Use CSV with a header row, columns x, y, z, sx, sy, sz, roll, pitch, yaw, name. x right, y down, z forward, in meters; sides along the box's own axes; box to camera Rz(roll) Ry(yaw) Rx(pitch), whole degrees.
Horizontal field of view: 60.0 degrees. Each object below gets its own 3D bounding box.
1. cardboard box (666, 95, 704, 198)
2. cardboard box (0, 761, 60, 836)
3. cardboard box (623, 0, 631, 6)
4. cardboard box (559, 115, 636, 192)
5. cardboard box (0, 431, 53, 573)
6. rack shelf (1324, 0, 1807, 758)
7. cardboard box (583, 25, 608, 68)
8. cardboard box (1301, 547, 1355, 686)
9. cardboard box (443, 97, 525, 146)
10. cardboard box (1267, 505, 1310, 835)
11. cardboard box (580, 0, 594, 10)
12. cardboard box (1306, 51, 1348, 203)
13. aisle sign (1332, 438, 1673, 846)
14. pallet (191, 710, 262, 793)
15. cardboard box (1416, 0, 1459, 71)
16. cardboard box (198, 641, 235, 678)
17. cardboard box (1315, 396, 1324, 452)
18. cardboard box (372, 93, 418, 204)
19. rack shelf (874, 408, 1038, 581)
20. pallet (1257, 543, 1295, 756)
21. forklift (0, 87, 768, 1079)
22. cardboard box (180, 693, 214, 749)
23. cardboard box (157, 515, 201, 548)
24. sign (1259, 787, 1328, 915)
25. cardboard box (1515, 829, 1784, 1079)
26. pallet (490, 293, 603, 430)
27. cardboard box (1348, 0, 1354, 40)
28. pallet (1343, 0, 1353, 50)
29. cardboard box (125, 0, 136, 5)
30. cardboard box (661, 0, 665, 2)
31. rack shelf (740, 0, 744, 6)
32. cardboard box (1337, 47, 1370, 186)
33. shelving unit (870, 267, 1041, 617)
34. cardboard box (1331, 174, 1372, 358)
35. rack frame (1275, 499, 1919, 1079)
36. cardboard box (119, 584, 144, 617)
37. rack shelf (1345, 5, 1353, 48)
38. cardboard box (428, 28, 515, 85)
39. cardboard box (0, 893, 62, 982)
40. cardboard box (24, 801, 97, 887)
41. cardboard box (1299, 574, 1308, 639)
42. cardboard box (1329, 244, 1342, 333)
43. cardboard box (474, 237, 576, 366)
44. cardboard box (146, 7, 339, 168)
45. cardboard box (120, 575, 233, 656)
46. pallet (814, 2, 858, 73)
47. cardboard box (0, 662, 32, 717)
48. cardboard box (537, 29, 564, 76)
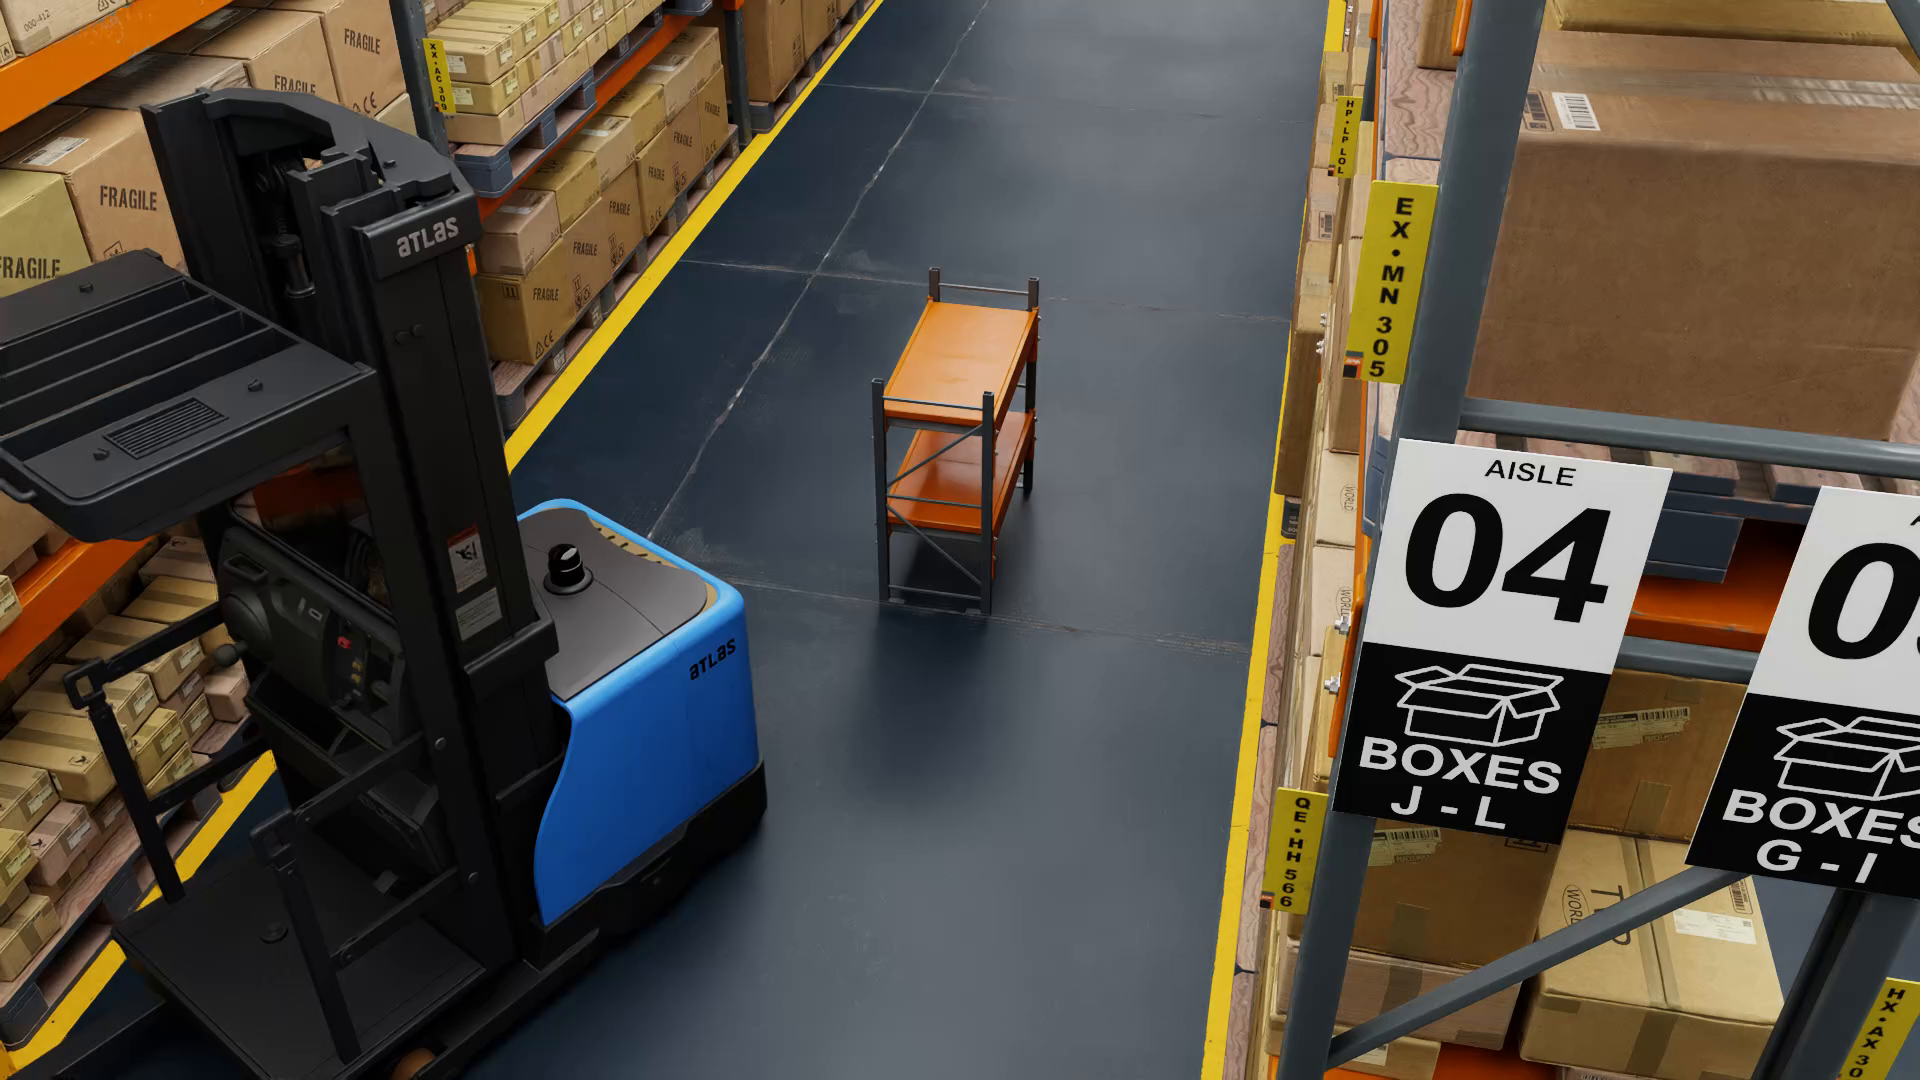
x,y,z,sx,sy,sz,roll,pitch,yaw,name
-1.948,-2.477,10.384,0.500,0.500,0.500,9,37,12,cardboard box
-3.272,0.872,5.555,0.380,0.149,0.250,8,37,11,cardboard box
-1.937,-2.987,8.918,0.380,0.149,0.250,7,36,9,cardboard box
-2.162,-2.183,9.339,0.500,0.250,0.500,9,37,12,cardboard box
-3.202,-0.134,5.040,0.500,0.500,0.500,7,37,10,cardboard box
1.594,-0.830,4.397,1.077,0.370,4.000,7,37,10,rack shelf
-2.050,-2.562,8.585,0.380,0.149,0.250,6,36,8,cardboard box
1.228,0.286,4.674,0.500,0.250,0.500,6,36,8,cardboard box
-2.269,-1.970,7.768,0.380,0.149,0.250,6,36,8,cardboard box
1.610,0.521,5.928,0.875,0.875,0.875,7,37,10,cardboard box
-2.049,-2.808,8.417,0.380,0.149,0.250,7,37,10,cardboard box
2.708,-2.264,9.770,1.225,0.875,0.875,6,36,8,cardboard box
0.858,0.190,2.716,0.394,0.787,0.004,7,37,10,aisle sign
-3.170,0.487,6.899,1.003,0.211,1.213,7,37,10,pallet
1.543,-1.474,4.143,0.700,0.500,0.500,9,37,12,cardboard box
-3.073,0.396,6.466,0.380,0.149,0.250,9,37,12,cardboard box
1.467,-0.371,5.921,0.380,0.149,0.250,6,36,9,cardboard box
-2.630,-1.582,7.038,0.500,0.500,0.500,7,37,10,cardboard box
-0.001,-0.254,7.558,0.538,0.278,1.000,7,37,10,rack shelf
1.782,0.501,6.878,1.003,0.211,1.213,7,37,10,pallet
-2.045,0.353,4.765,1.130,2.935,3.031,26,43,31,forklift
-3.087,0.689,6.314,0.380,0.149,0.250,7,37,10,cardboard box
-3.346,-0.062,6.844,0.380,0.149,0.250,6,36,8,cardboard box
0.640,0.599,3.179,0.100,0.325,0.005,7,37,10,sign
1.533,0.938,3.774,0.500,0.250,0.500,6,36,9,cardboard box
-2.638,-1.051,9.020,1.003,0.211,1.213,7,37,10,pallet
2.506,-3.143,9.445,0.500,0.500,0.500,8,37,11,cardboard box
3.565,-4.065,13.178,1.003,0.211,1.213,7,37,10,pallet
-2.870,-1.996,5.520,0.500,0.250,0.500,7,37,9,cardboard box
-1.827,-3.168,9.421,0.380,0.149,0.250,6,36,8,cardboard box
-1.521,-4.882,12.543,1.077,0.370,4.000,7,37,10,rack shelf
2.072,-1.980,7.840,0.500,0.500,0.500,7,37,9,cardboard box
-0.001,-0.452,7.415,0.538,1.125,1.048,7,37,10,shelving unit
1.556,-0.893,5.662,0.500,0.500,0.500,7,37,10,cardboard box
1.167,1.239,3.484,1.000,3.000,0.127,7,37,10,rack frame
-3.511,0.183,6.760,0.380,0.149,0.250,8,37,10,cardboard box
3.303,-4.202,11.605,1.077,0.370,4.000,7,37,10,rack shelf
-2.269,-2.211,7.594,0.380,0.149,0.250,9,37,12,cardboard box
-3.232,1.284,5.494,0.380,0.149,0.250,8,37,11,cardboard box
-3.181,1.006,5.625,0.380,0.149,0.250,7,37,10,cardboard box
1.248,0.219,5.105,0.380,0.149,0.250,8,37,11,cardboard box
1.665,-0.877,6.278,0.500,0.250,0.500,7,36,9,cardboard box
-2.386,-1.282,8.735,0.500,0.500,0.500,9,37,12,cardboard box
-2.744,-1.699,6.347,0.500,0.500,0.500,6,36,8,cardboard box
-2.951,0.288,6.361,0.380,0.149,0.250,8,37,11,cardboard box
-1.444,-4.037,13.141,1.003,0.211,1.213,7,37,10,pallet
-3.633,0.526,6.032,0.380,0.149,0.250,6,36,8,cardboard box
-2.161,-2.387,8.090,0.380,0.149,0.250,8,37,11,cardboard box
